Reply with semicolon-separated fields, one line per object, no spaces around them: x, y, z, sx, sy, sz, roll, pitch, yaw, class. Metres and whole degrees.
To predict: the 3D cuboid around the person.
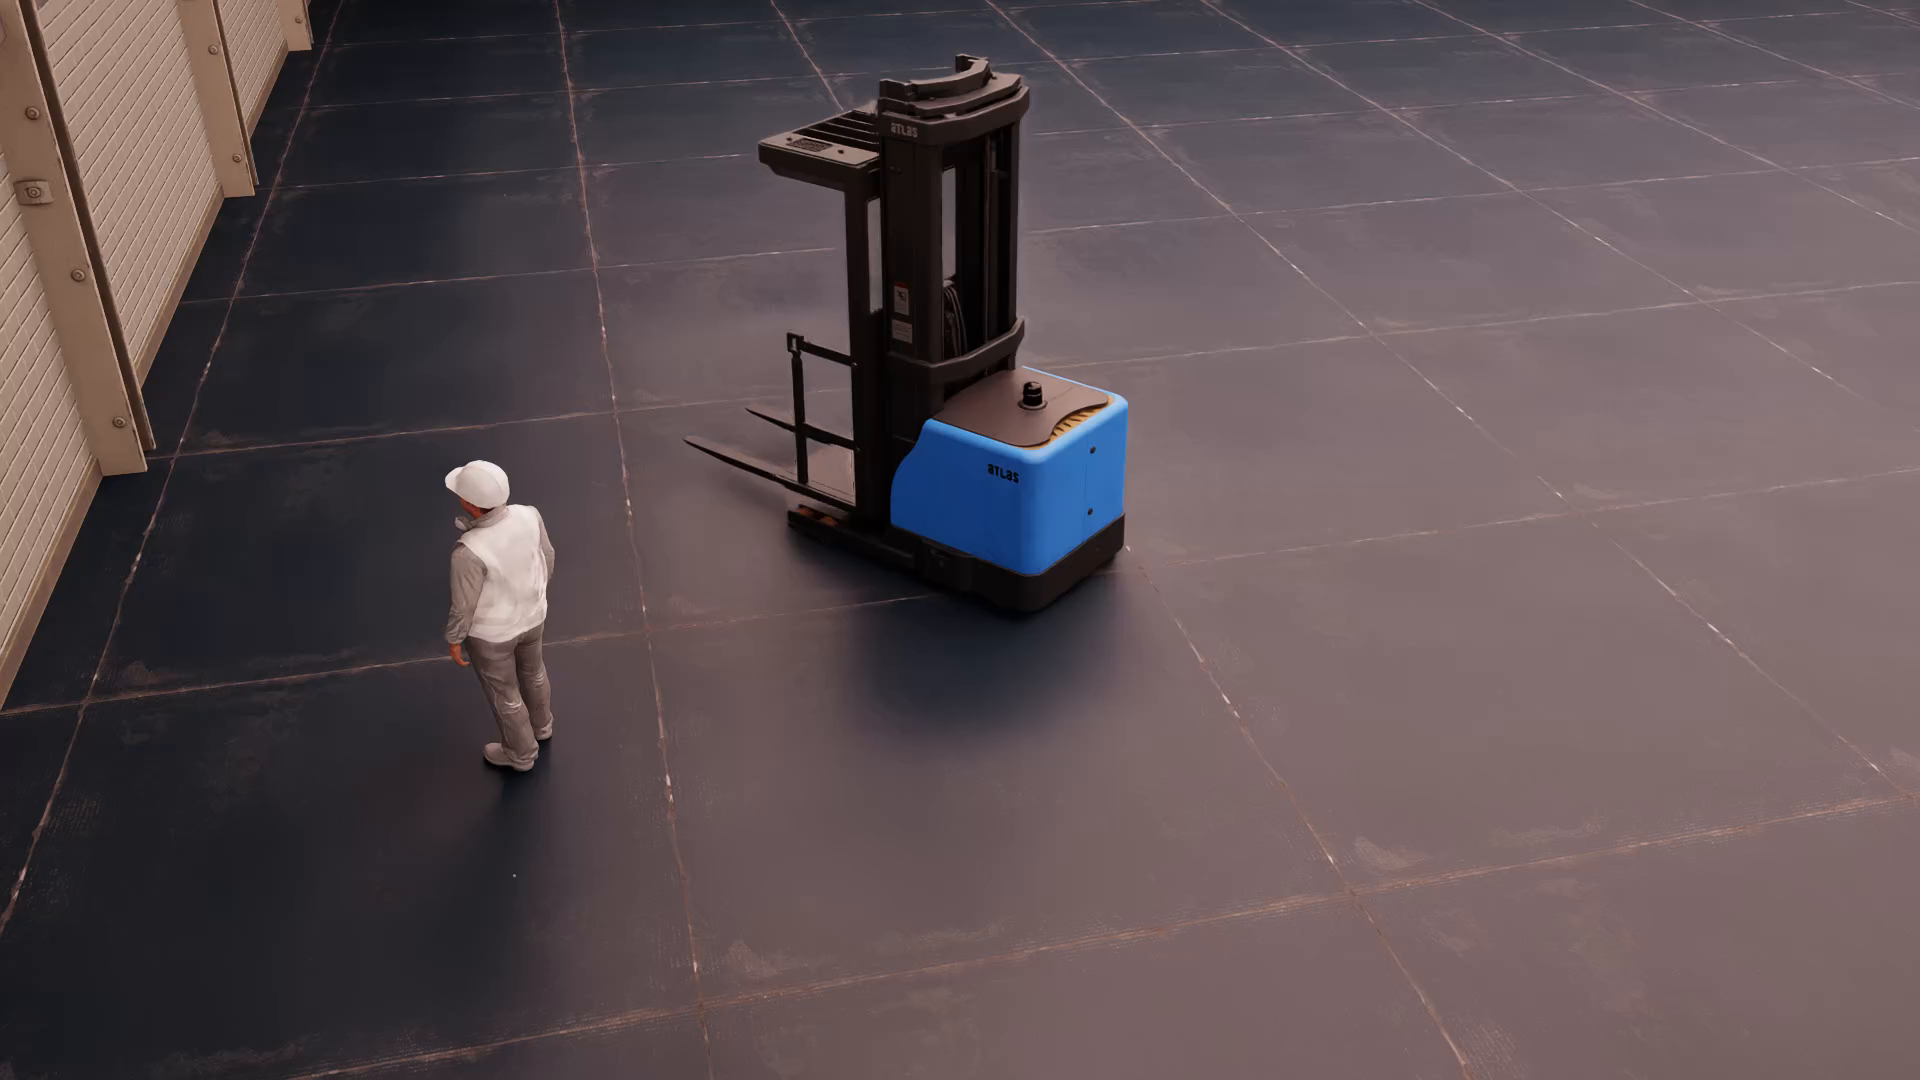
-2.273;0.356;8.100;0.570;1.773;0.630;19;35;29;person

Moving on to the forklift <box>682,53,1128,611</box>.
-0.472;-1.438;10.058;3.031;2.935;1.130;21;36;31;forklift
